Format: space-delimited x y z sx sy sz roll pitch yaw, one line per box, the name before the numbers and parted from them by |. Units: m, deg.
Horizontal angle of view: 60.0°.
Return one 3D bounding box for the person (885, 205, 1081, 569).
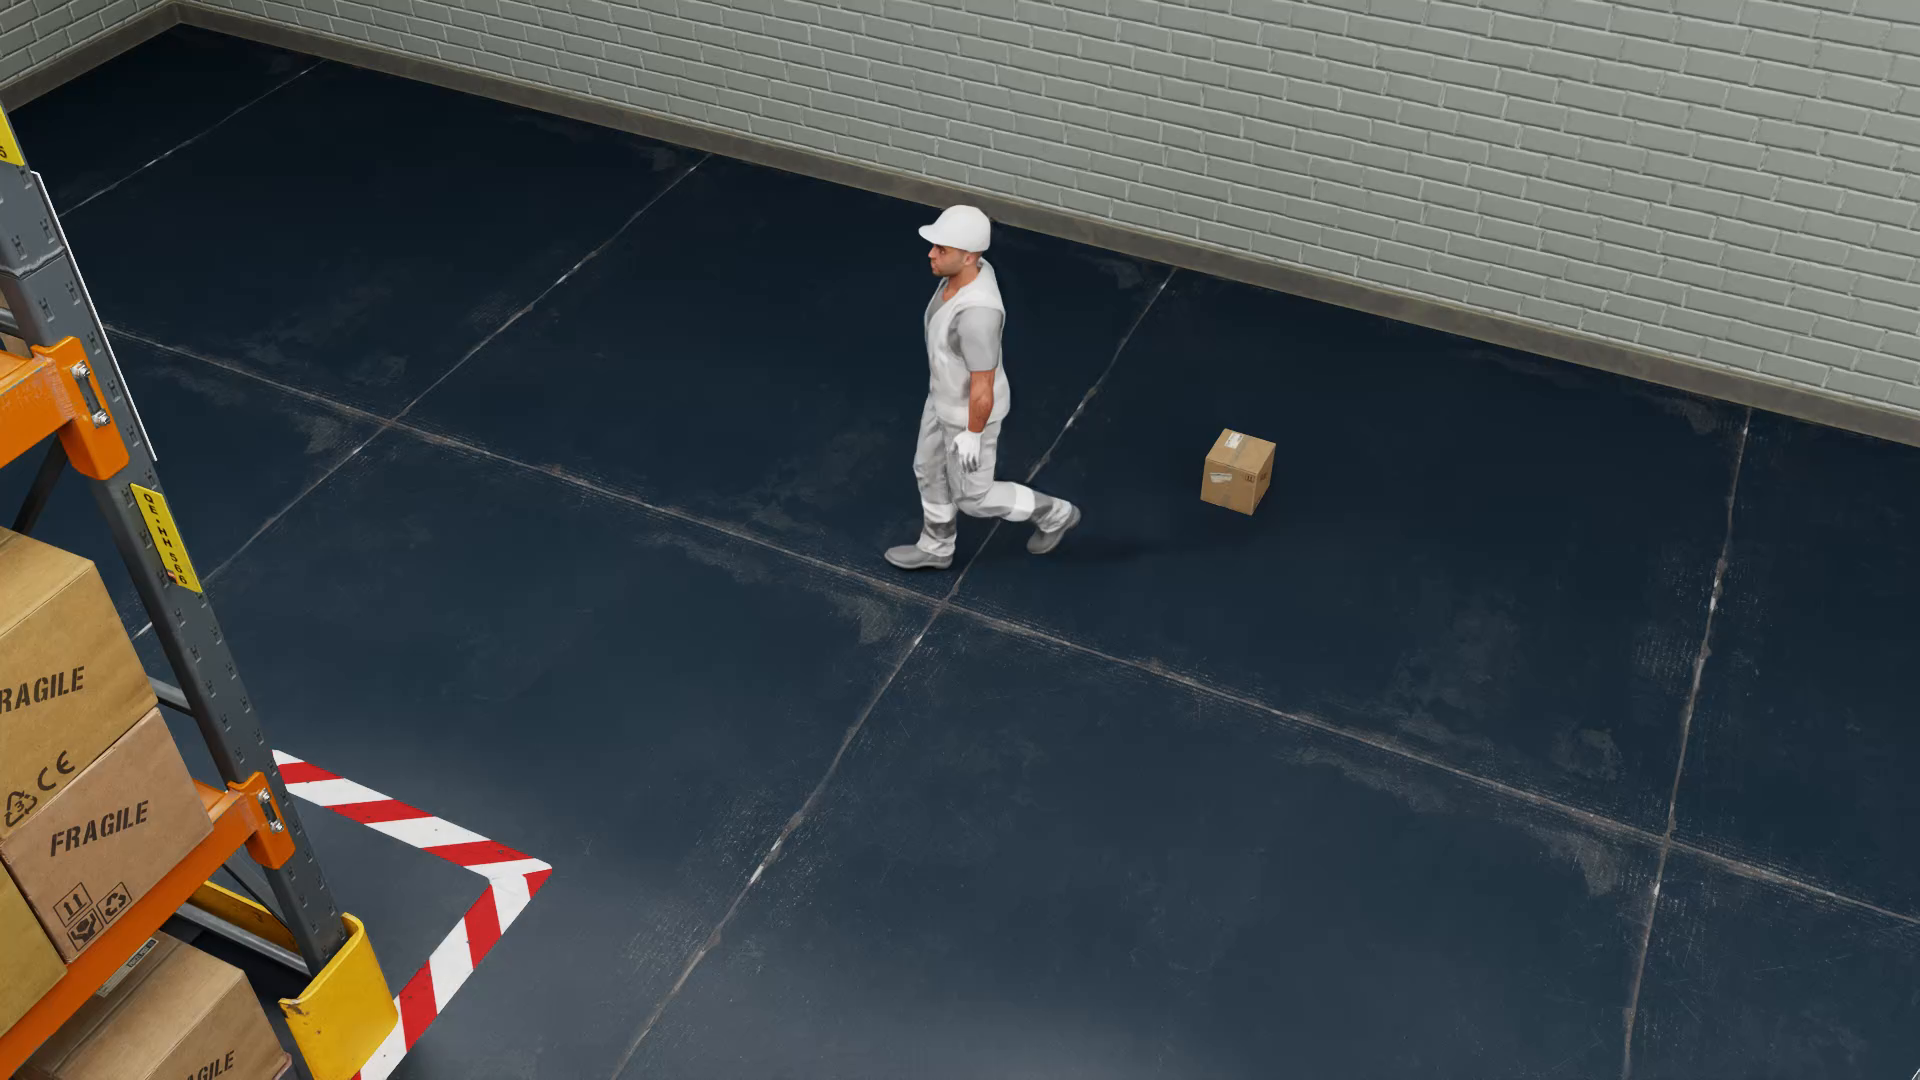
person | 0.095 -0.558 6.755 0.842 1.769 0.559 -7 42 -8
